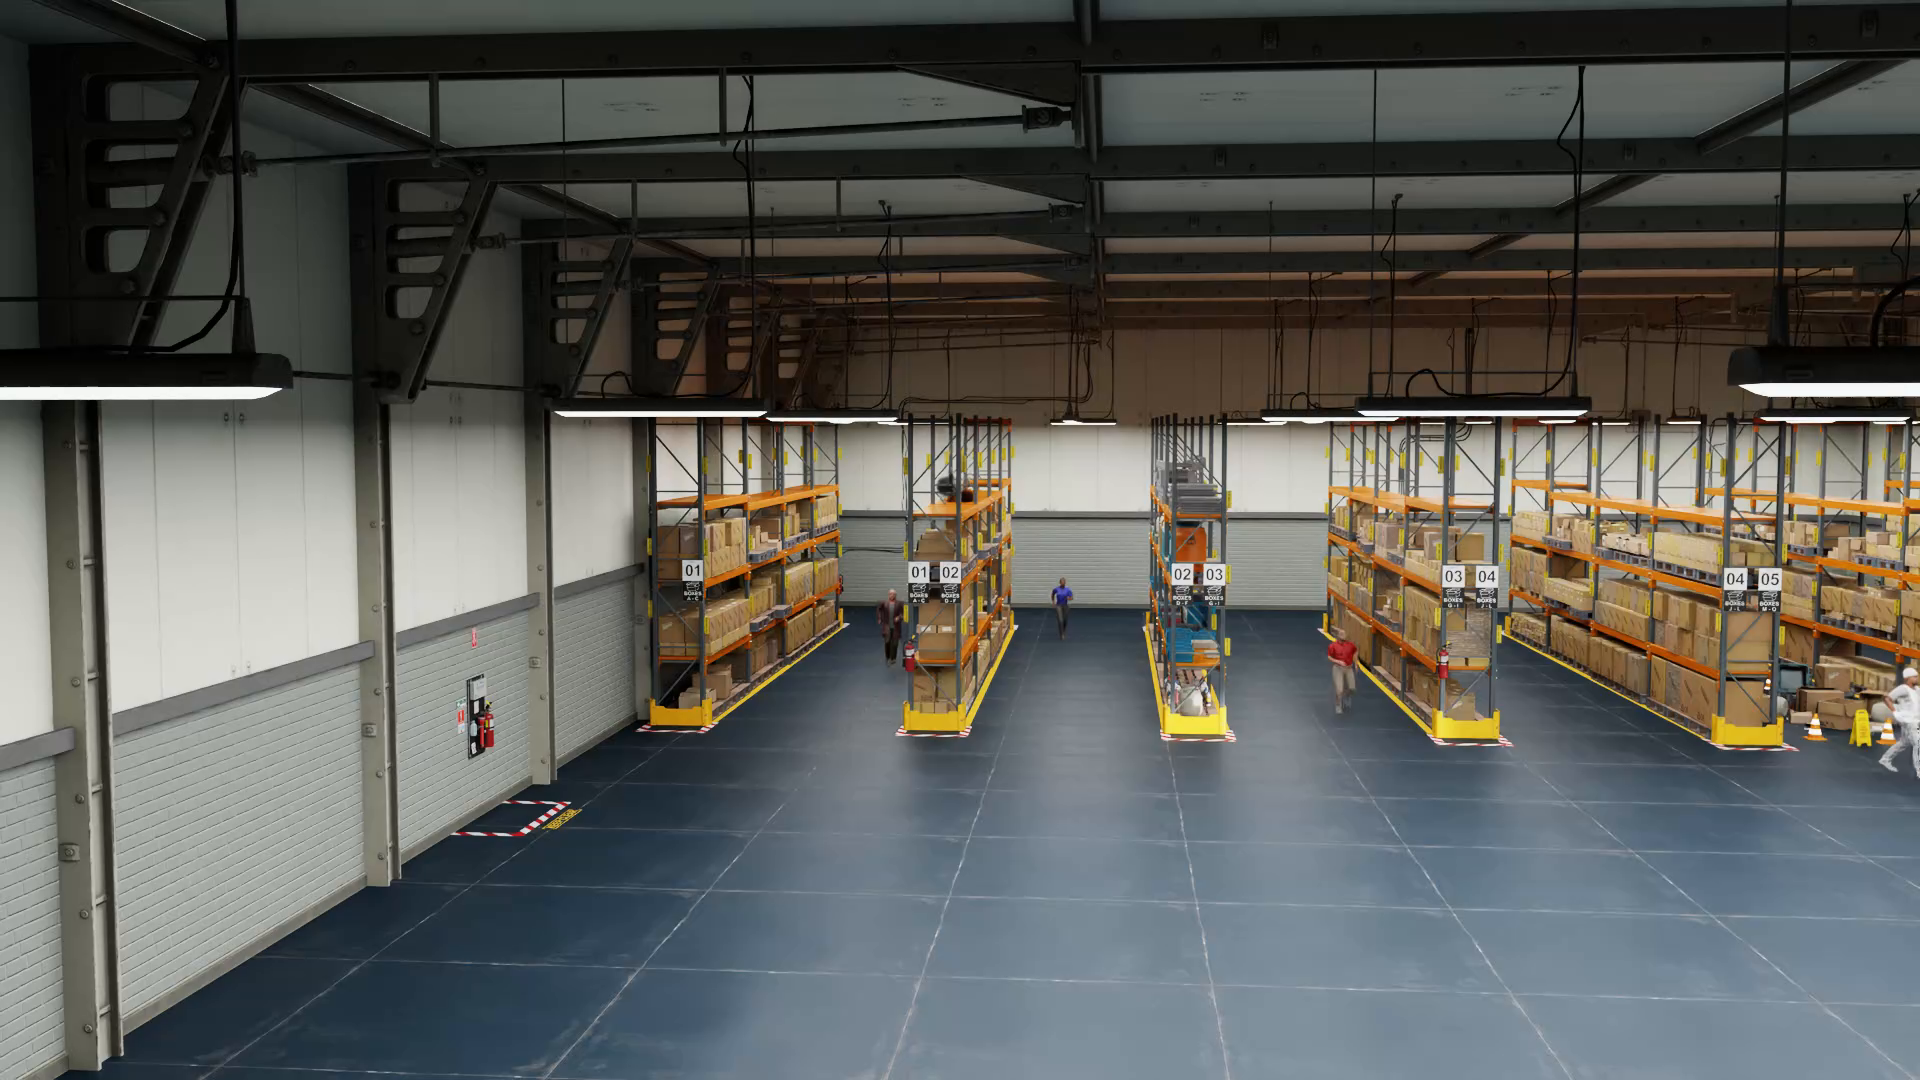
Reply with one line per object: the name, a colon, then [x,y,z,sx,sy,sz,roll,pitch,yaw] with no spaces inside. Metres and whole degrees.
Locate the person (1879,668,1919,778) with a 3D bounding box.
person: [15.475,2.982,27.098,0.678,1.804,0.934,-3,5,-42]

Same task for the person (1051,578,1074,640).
person: [2.775,1.851,45.000,0.575,1.633,0.920,0,4,-3]

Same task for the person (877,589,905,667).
person: [-1.575,2.030,38.239,0.678,1.803,0.792,0,4,-2]

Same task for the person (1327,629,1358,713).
person: [7.721,2.643,33.424,0.674,1.692,0.614,0,4,-4]
